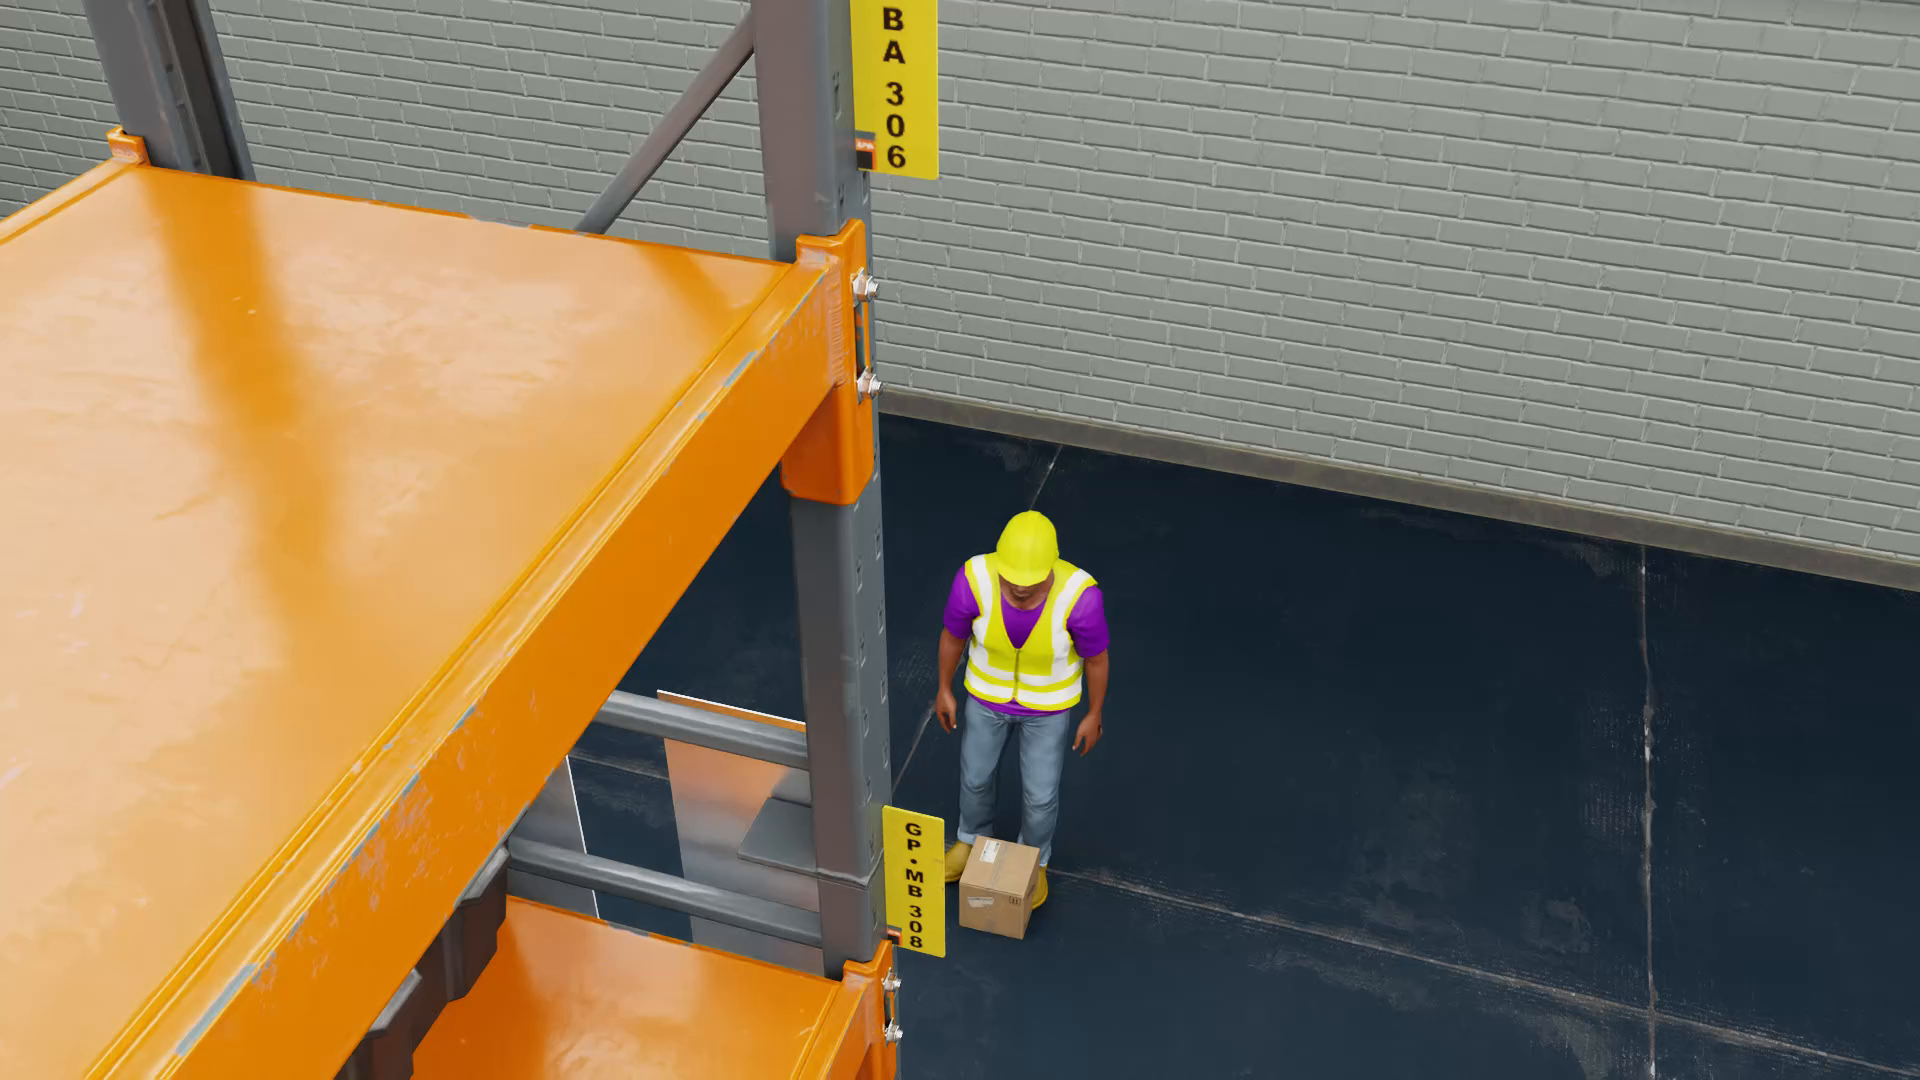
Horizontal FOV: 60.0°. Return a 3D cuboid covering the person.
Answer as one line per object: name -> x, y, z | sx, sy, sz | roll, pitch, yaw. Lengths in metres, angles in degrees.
person -> 0.216, 0.596, 6.085 | 0.630, 1.755, 0.461 | 9, 38, 11
